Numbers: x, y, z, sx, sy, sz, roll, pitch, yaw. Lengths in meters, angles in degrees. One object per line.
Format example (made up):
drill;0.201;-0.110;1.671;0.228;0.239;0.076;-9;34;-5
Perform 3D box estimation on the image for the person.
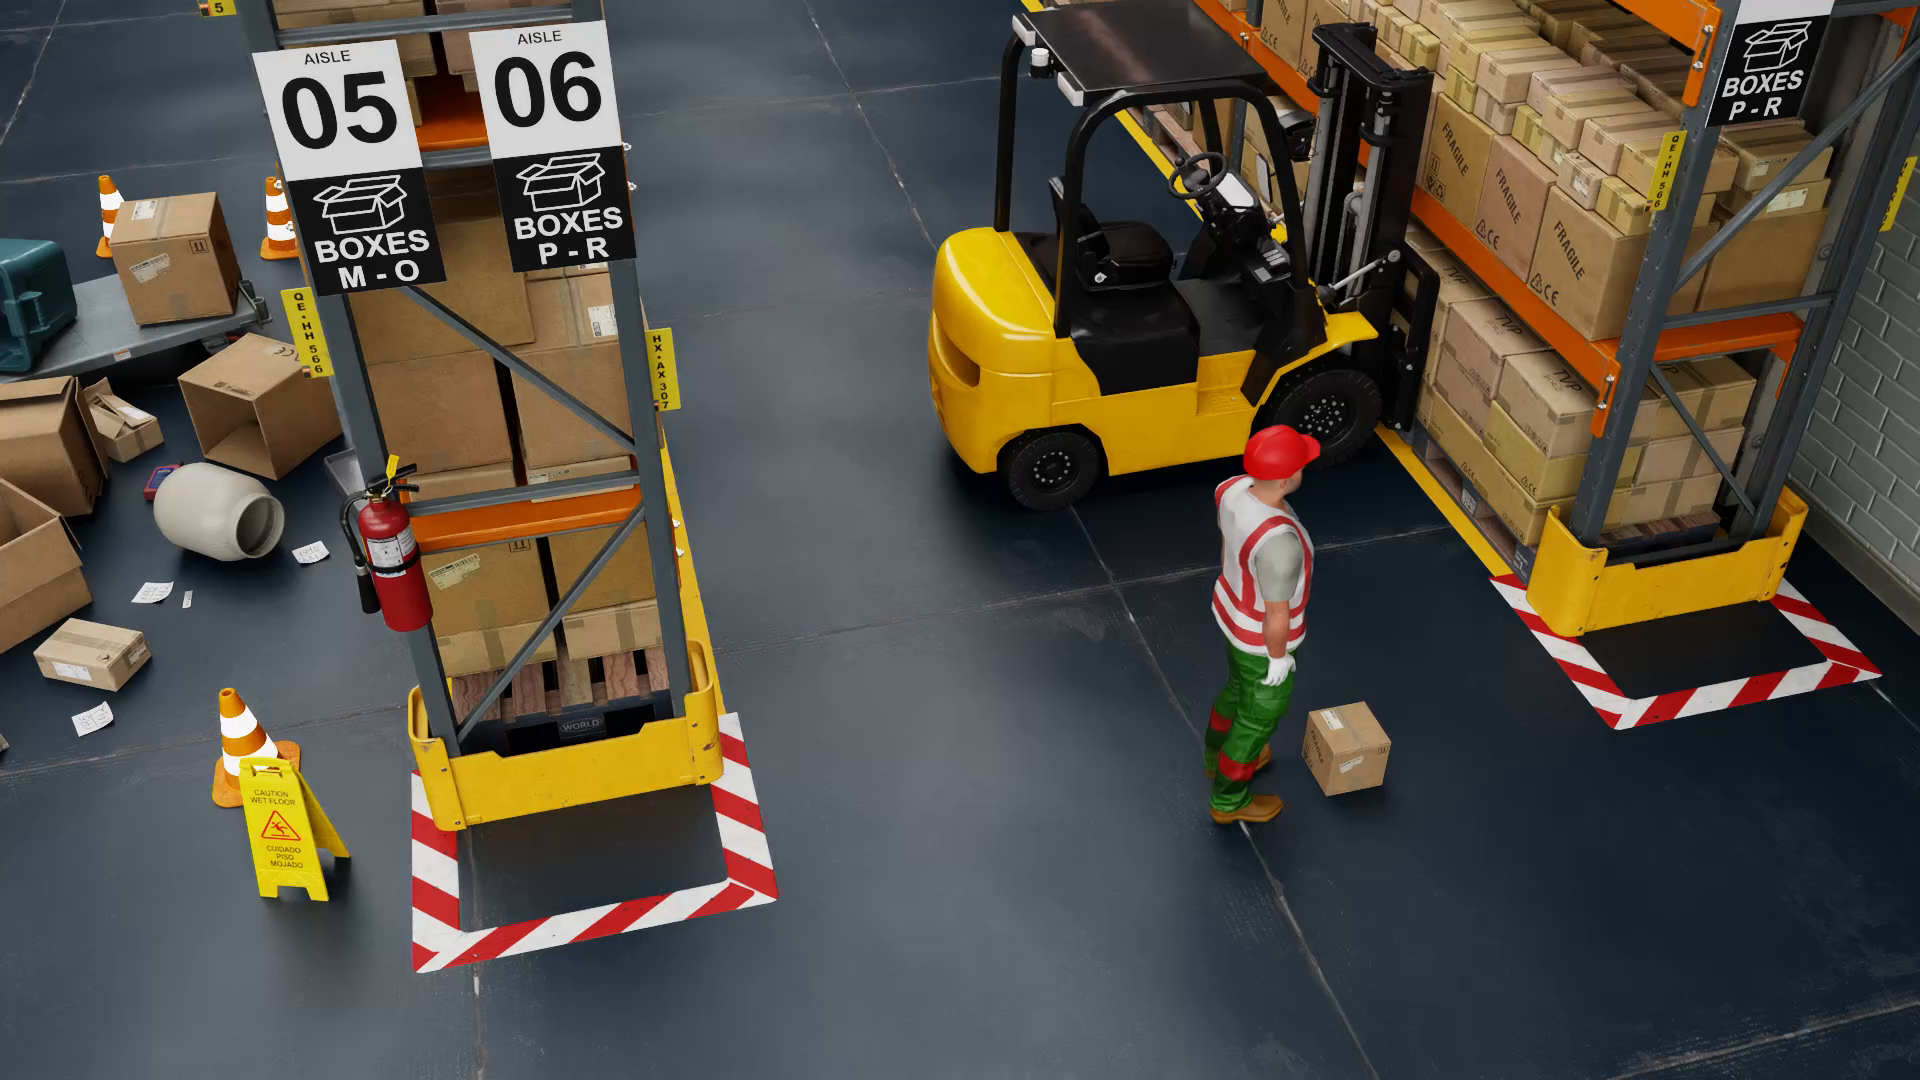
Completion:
person;1.145;0.317;6.291;0.380;1.790;0.524;-9;39;-11
